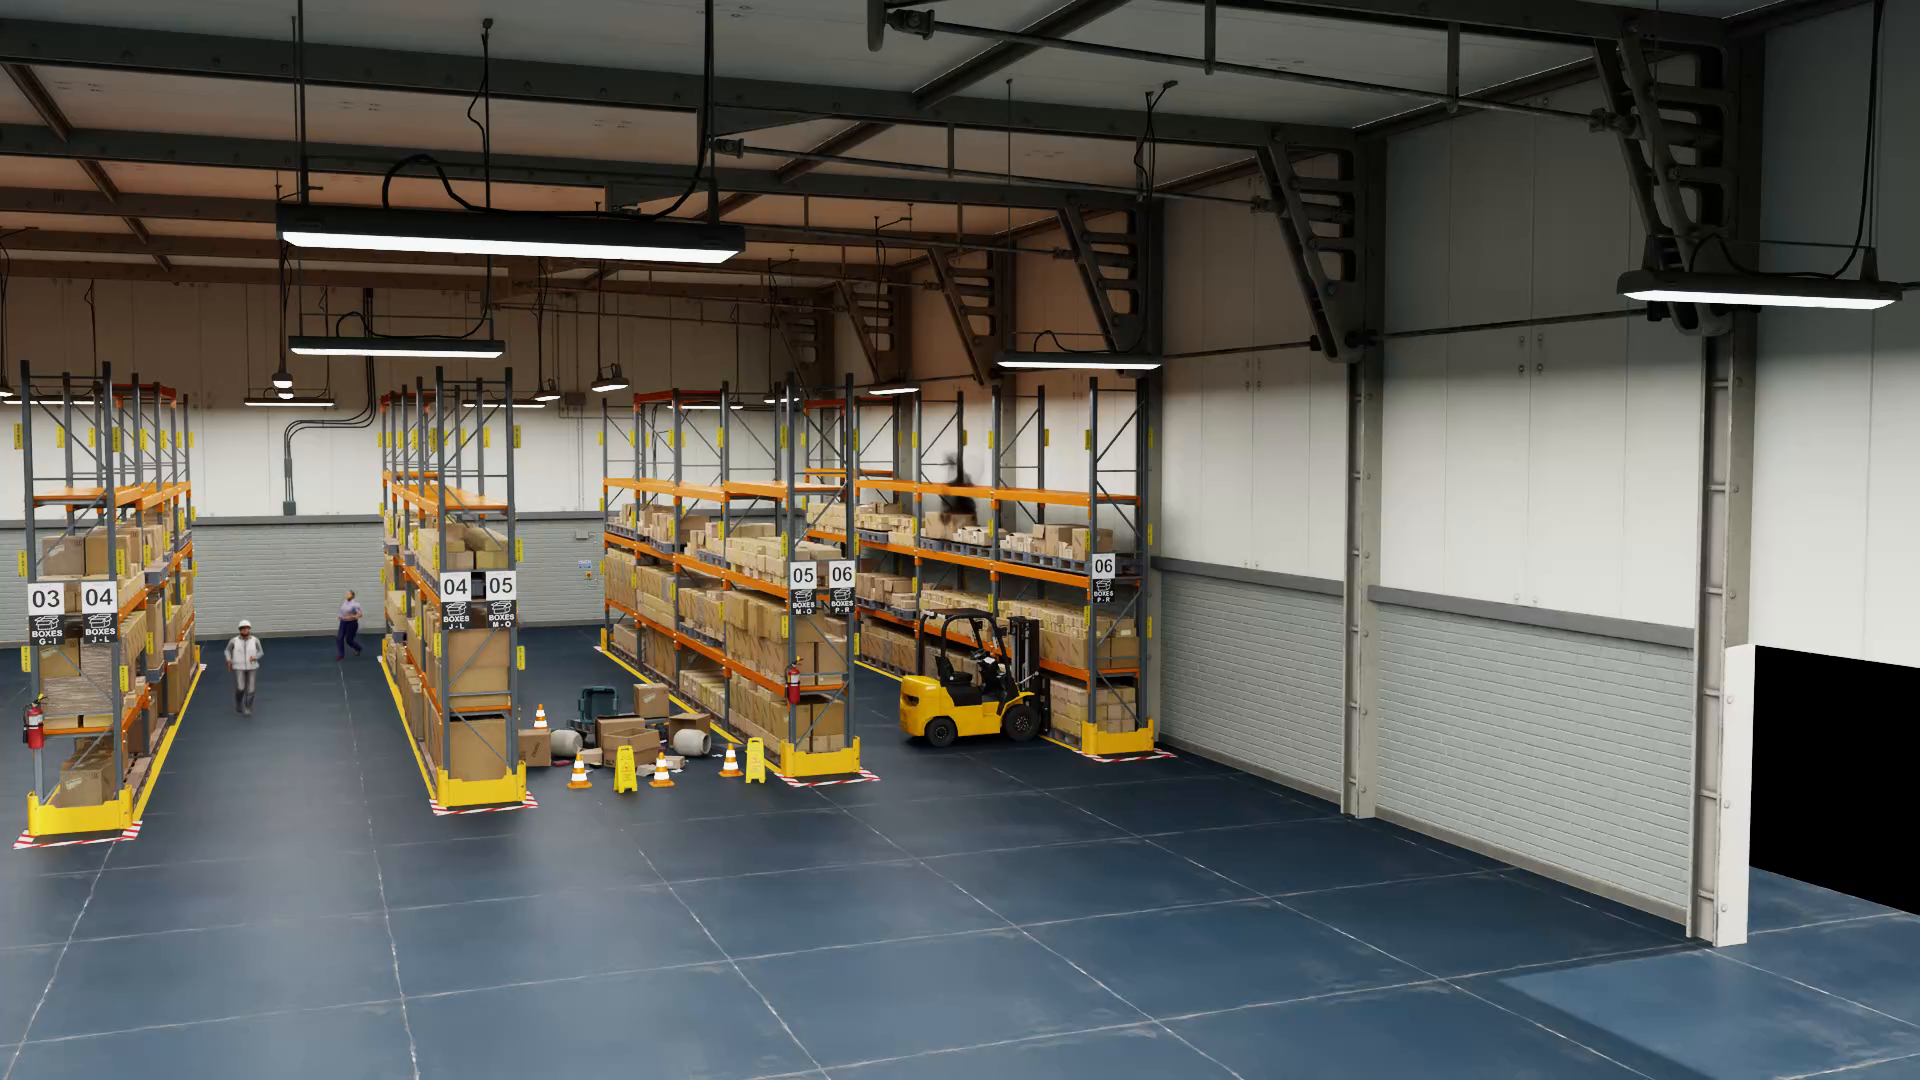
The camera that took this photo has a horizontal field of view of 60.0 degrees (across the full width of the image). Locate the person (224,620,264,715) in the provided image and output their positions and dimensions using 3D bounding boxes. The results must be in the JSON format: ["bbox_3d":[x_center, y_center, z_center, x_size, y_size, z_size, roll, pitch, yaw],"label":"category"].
[{"bbox_3d":[-12.920,2.321,30.049,0.644,1.730,0.591,-2,4,-29],"label":"person"}]

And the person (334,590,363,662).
[{"bbox_3d":[-13.851,1.946,37.814,0.646,1.628,0.743,2,4,24],"label":"person"}]
